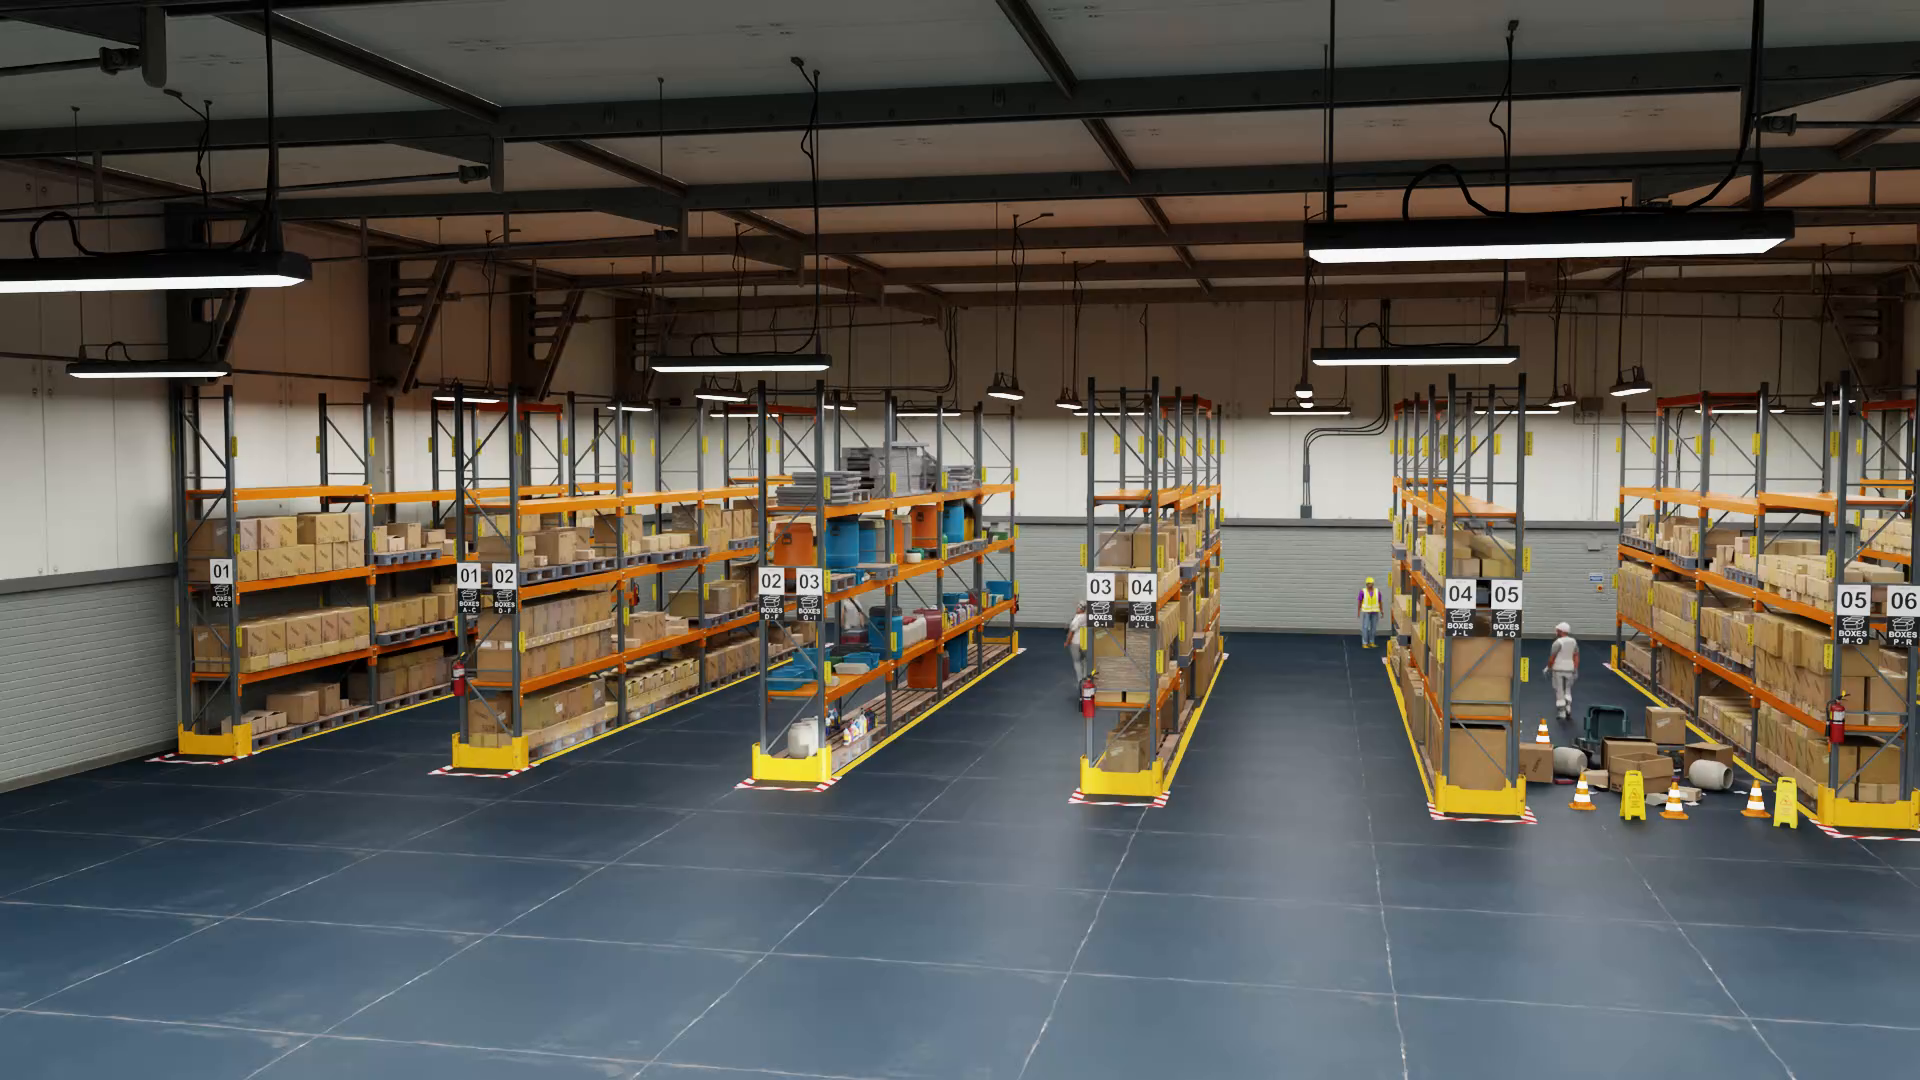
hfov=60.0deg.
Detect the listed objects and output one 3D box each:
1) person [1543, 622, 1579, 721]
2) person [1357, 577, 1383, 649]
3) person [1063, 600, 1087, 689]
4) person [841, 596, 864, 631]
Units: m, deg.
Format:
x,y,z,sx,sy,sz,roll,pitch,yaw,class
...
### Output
x,y,z,sx,sy,sz,roll,pitch,yaw,class
10.974,2.406,30.319,0.614,1.822,0.542,0,3,5,person
10.222,1.813,41.376,0.632,1.782,0.560,0,3,2,person
2.401,2.133,33.606,0.577,1.850,0.489,-2,4,-33,person
-2.470,1.934,38.113,0.598,1.615,1.062,0,3,9,person
